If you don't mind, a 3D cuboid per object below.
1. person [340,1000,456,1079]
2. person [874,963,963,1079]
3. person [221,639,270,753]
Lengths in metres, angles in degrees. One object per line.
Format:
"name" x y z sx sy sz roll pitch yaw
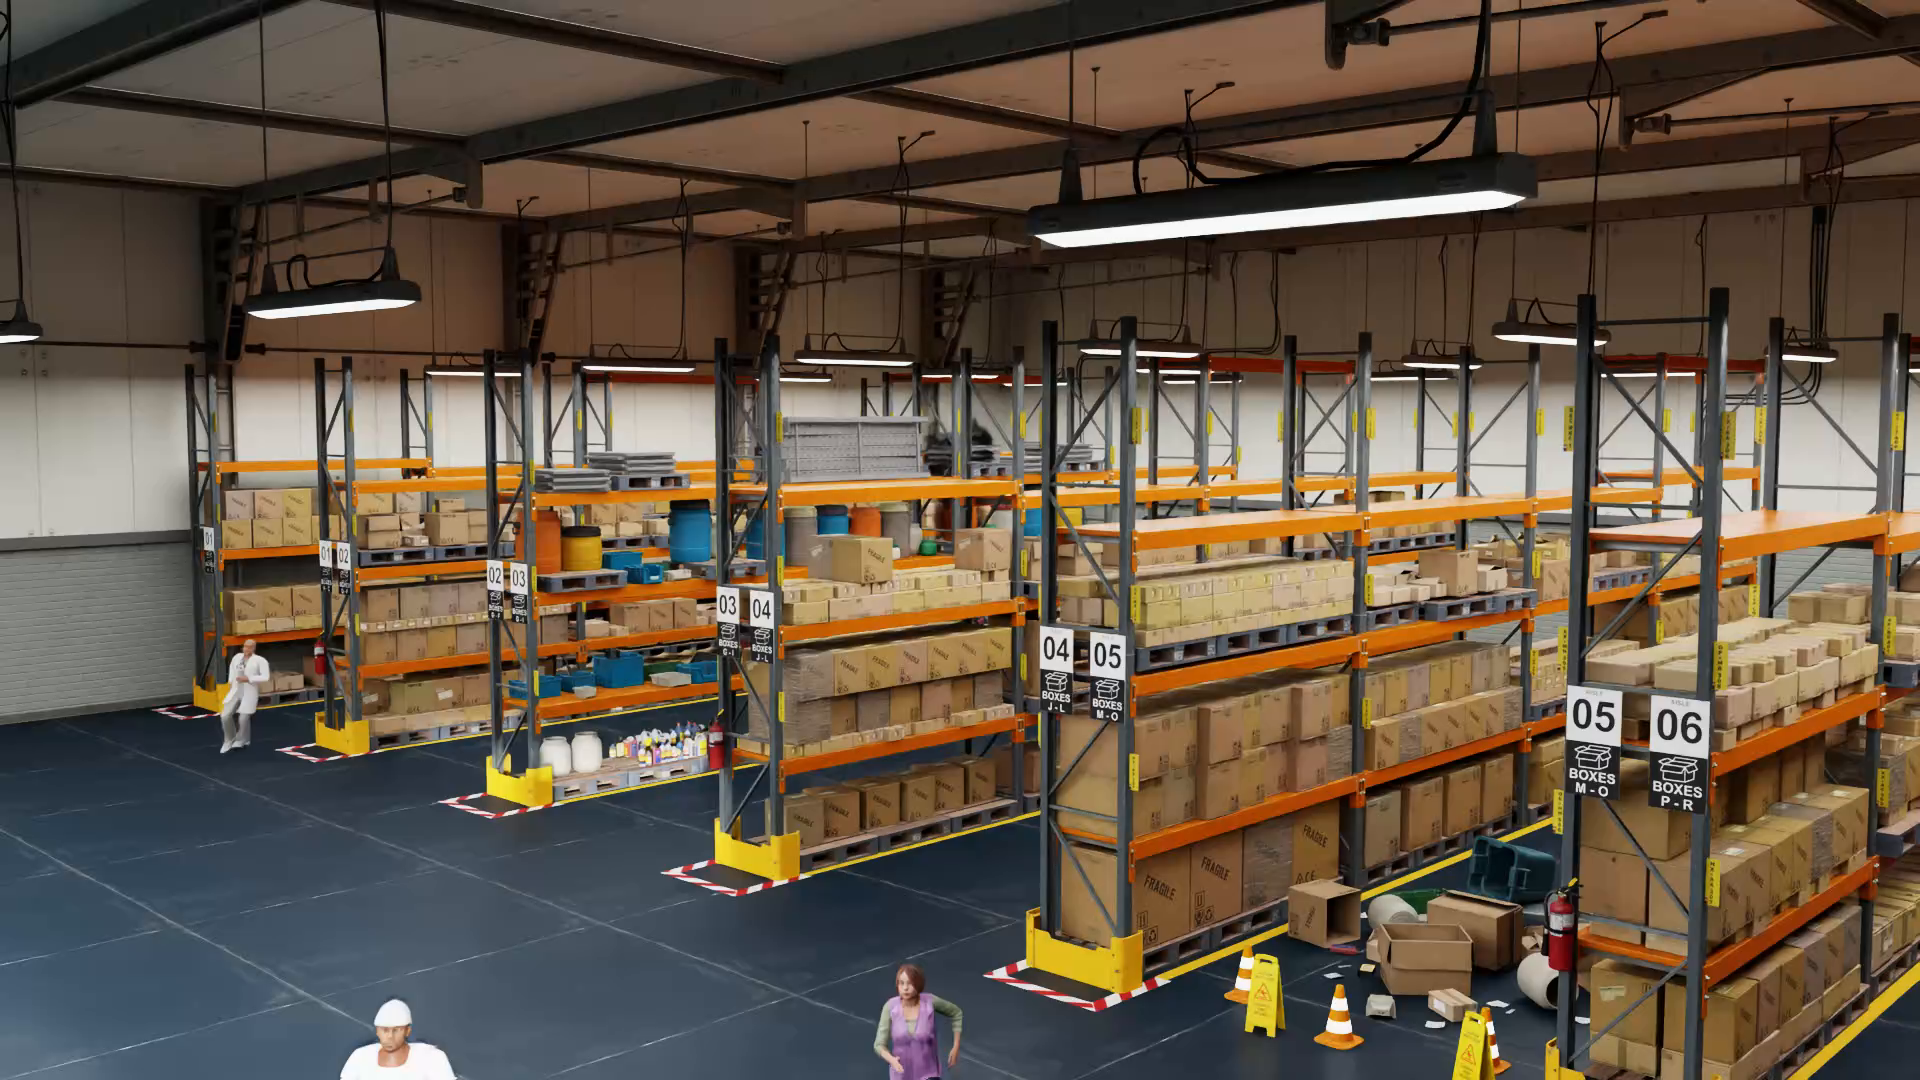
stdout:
"person" -3.263 3.536 9.652 0.704 1.766 0.896 -1 4 -9
"person" -0.278 3.524 10.881 0.551 1.552 0.789 1 4 7
"person" -10.894 2.376 25.383 0.753 1.752 0.685 0 4 3
